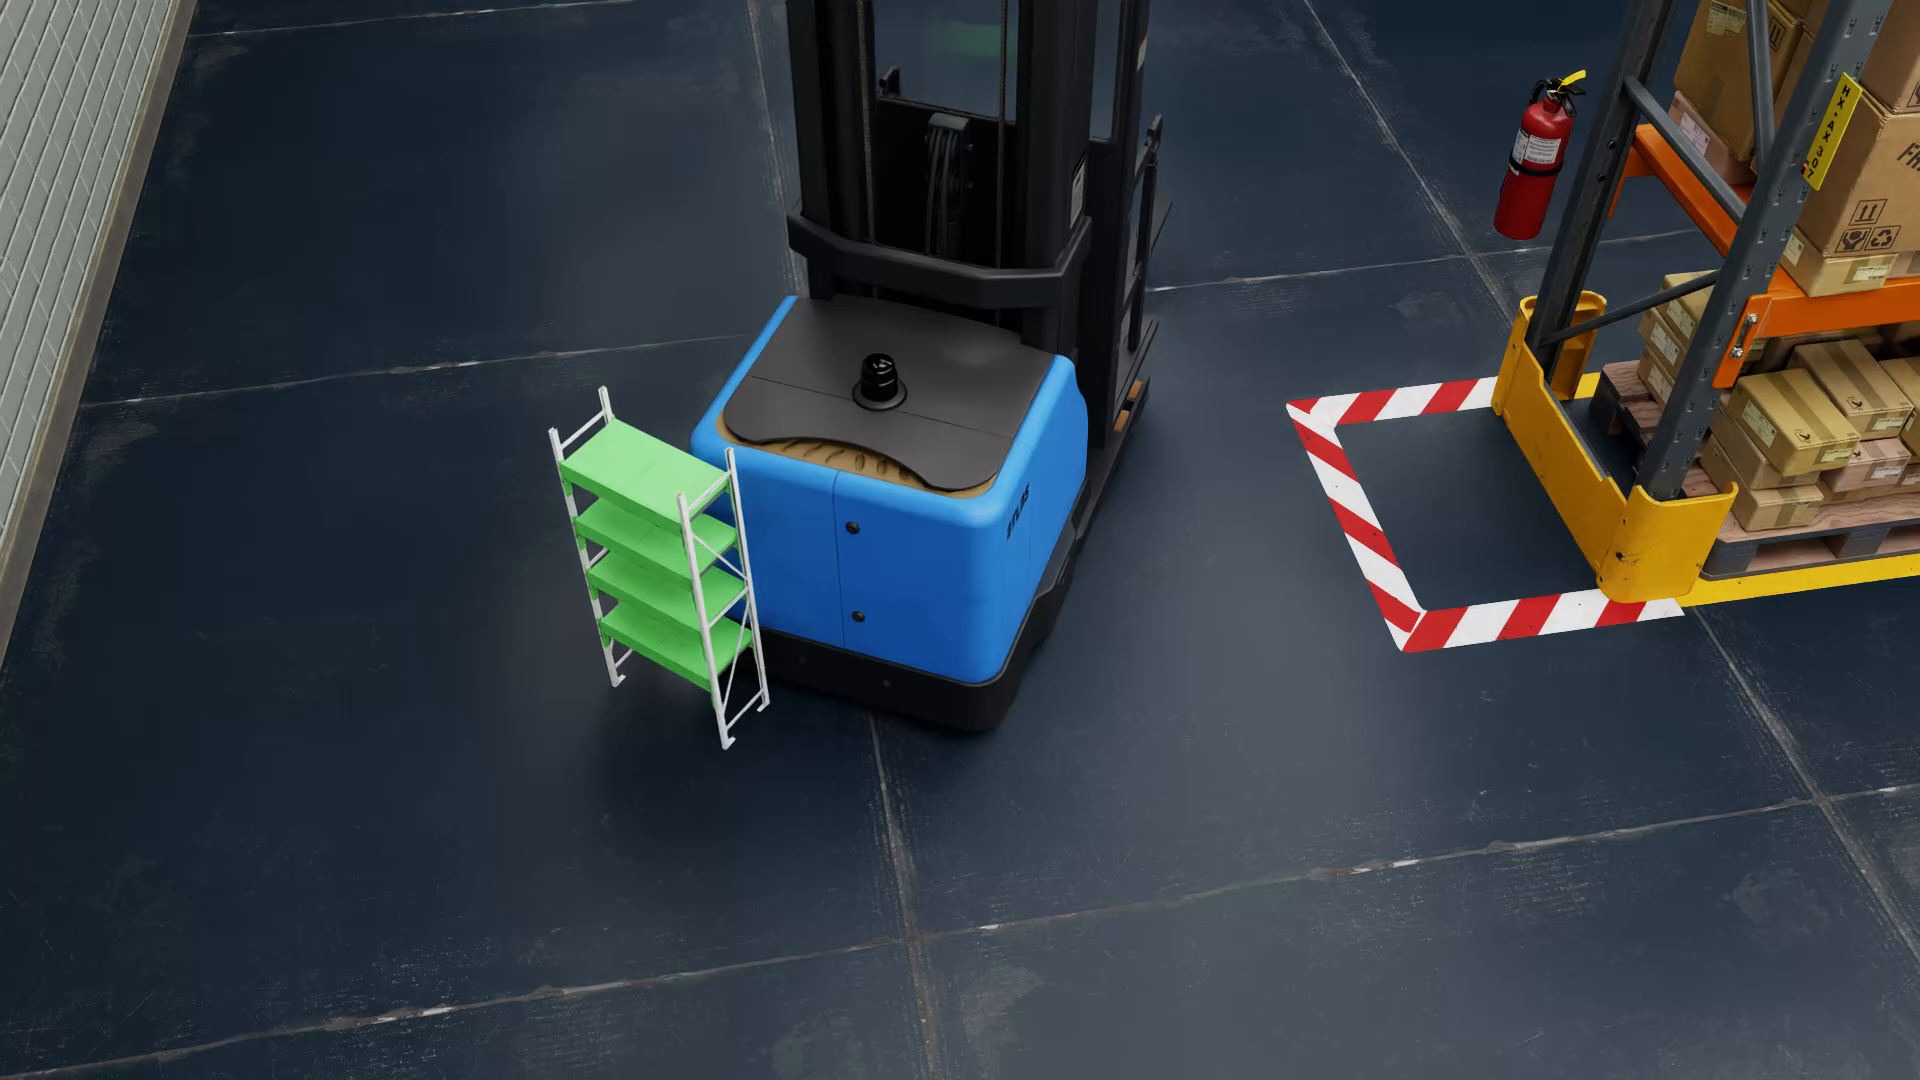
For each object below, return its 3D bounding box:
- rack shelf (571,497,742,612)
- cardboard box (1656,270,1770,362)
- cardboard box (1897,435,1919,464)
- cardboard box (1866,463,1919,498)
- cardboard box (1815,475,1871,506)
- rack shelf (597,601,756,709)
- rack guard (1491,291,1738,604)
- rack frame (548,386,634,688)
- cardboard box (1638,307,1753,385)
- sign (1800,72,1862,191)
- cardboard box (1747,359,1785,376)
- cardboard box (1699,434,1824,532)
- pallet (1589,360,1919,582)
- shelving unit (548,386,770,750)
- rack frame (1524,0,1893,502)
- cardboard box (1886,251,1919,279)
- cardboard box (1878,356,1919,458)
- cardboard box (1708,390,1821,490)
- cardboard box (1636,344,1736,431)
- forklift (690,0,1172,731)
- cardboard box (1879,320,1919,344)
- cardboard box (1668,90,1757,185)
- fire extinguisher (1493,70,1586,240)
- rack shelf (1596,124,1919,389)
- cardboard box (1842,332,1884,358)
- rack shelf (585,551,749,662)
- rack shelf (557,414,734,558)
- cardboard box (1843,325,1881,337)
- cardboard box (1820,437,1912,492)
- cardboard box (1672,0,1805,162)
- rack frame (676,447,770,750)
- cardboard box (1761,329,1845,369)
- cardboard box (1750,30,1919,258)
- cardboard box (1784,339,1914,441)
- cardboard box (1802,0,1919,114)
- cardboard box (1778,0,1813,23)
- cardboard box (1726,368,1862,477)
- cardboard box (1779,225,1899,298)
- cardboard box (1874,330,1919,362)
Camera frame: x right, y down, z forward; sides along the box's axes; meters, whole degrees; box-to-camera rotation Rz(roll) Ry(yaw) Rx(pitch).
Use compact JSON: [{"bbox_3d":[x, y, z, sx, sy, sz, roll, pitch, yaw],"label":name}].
[{"bbox_3d":[-0.933,-0.002,5.172,0.480,0.148,0.258,25,52,22],"label":"rack shelf"},{"bbox_3d":[2.828,-0.838,6.249,0.250,0.149,0.380,-7,46,-6],"label":"cardboard box"},{"bbox_3d":[3.415,-0.458,6.090,0.250,0.149,0.380,-7,46,-6],"label":"cardboard box"},{"bbox_3d":[3.408,-0.349,6.191,0.250,0.149,0.380,-7,46,-6],"label":"cardboard box"},{"bbox_3d":[3.164,-0.314,6.157,0.250,0.149,0.380,-7,47,-7],"label":"cardboard box"},{"bbox_3d":[-0.931,0.329,5.520,0.480,0.148,0.258,25,52,22],"label":"rack shelf"},{"bbox_3d":[2.424,-0.372,6.261,0.348,0.500,1.175,-7,46,-7],"label":"rack guard"},{"bbox_3d":[-1.136,0.023,5.393,0.015,1.200,0.240,25,52,22],"label":"rack frame"},{"bbox_3d":[2.821,-0.757,6.378,0.250,0.149,0.380,-8,47,-8],"label":"cardboard box"},{"bbox_3d":[2.442,-1.145,4.669,0.005,0.325,0.100,-7,46,-7],"label":"sign"},{"bbox_3d":[3.088,-0.751,6.372,0.250,0.149,0.380,-8,47,-8],"label":"cardboard box"},{"bbox_3d":[2.920,-0.223,6.070,0.250,0.149,0.380,-6,46,-6],"label":"cardboard box"},{"bbox_3d":[3.231,-0.346,6.437,1.213,0.211,1.003,-7,46,-7],"label":"pallet"},{"bbox_3d":[-0.932,0.119,5.300,0.503,1.200,0.258,25,52,22],"label":"shelving unit"},{"bbox_3d":[2.349,-1.230,5.352,0.127,3.000,1.000,-7,46,-7],"label":"rack frame"},{"bbox_3d":[2.968,-1.010,5.315,0.250,0.149,0.380,-6,46,-5],"label":"cardboard box"},{"bbox_3d":[3.445,-0.475,5.900,0.250,0.149,0.380,-7,47,-7],"label":"cardboard box"},{"bbox_3d":[2.910,-0.372,6.007,0.250,0.149,0.380,-5,46,-5],"label":"cardboard box"},{"bbox_3d":[2.833,-0.599,6.432,0.250,0.149,0.380,-6,46,-6],"label":"cardboard box"},{"bbox_3d":[0.123,-1.462,5.623,1.130,2.935,3.031,14,48,13],"label":"forklift"},{"bbox_3d":[3.585,-0.936,6.344,0.250,0.149,0.380,-9,47,-8],"label":"cardboard box"},{"bbox_3d":[2.623,-1.383,5.674,0.250,0.149,0.380,-7,46,-7],"label":"cardboard box"},{"bbox_3d":[2.023,-1.370,5.800,0.183,0.674,0.296,-7,46,-7],"label":"fire extinguisher"},{"bbox_3d":[4.320,-1.226,5.848,4.000,0.370,1.077,-7,46,-7],"label":"rack shelf"},{"bbox_3d":[3.333,-0.822,6.440,0.250,0.149,0.380,-9,47,-8],"label":"cardboard box"},{"bbox_3d":[-0.932,0.163,5.346,0.480,0.148,0.258,25,52,22],"label":"rack shelf"},{"bbox_3d":[-0.935,-0.167,4.998,0.480,0.148,0.258,25,52,22],"label":"rack shelf"},{"bbox_3d":[3.319,-0.950,6.357,0.250,0.149,0.380,-8,47,-8],"label":"cardboard box"},{"bbox_3d":[3.189,-0.365,6.000,0.250,0.149,0.380,-7,47,-7],"label":"cardboard box"},{"bbox_3d":[2.748,-1.605,5.438,0.500,0.500,0.500,-6,46,-6],"label":"cardboard box"},{"bbox_3d":[-0.729,0.216,5.207,0.015,1.200,0.240,25,52,22],"label":"rack frame"},{"bbox_3d":[3.085,-0.828,6.239,0.250,0.149,0.380,-6,46,-6],"label":"cardboard box"},{"bbox_3d":[2.839,-1.227,5.073,0.500,0.500,0.500,-5,46,-5],"label":"cardboard box"},{"bbox_3d":[3.175,-0.535,5.958,0.250,0.149,0.380,-6,46,-6],"label":"cardboard box"},{"bbox_3d":[2.837,-1.581,4.720,0.500,0.500,0.500,-7,47,-7],"label":"cardboard box"},{"bbox_3d":[2.758,-1.947,5.073,0.500,0.500,0.500,-8,47,-8],"label":"cardboard box"},{"bbox_3d":[2.924,-0.416,5.843,0.250,0.149,0.380,-9,47,-9],"label":"cardboard box"},{"bbox_3d":[2.725,-0.950,5.257,0.250,0.149,0.380,-7,47,-7],"label":"cardboard box"},{"bbox_3d":[3.615,-0.782,6.402,0.250,0.149,0.380,-8,47,-7],"label":"cardboard box"}]
